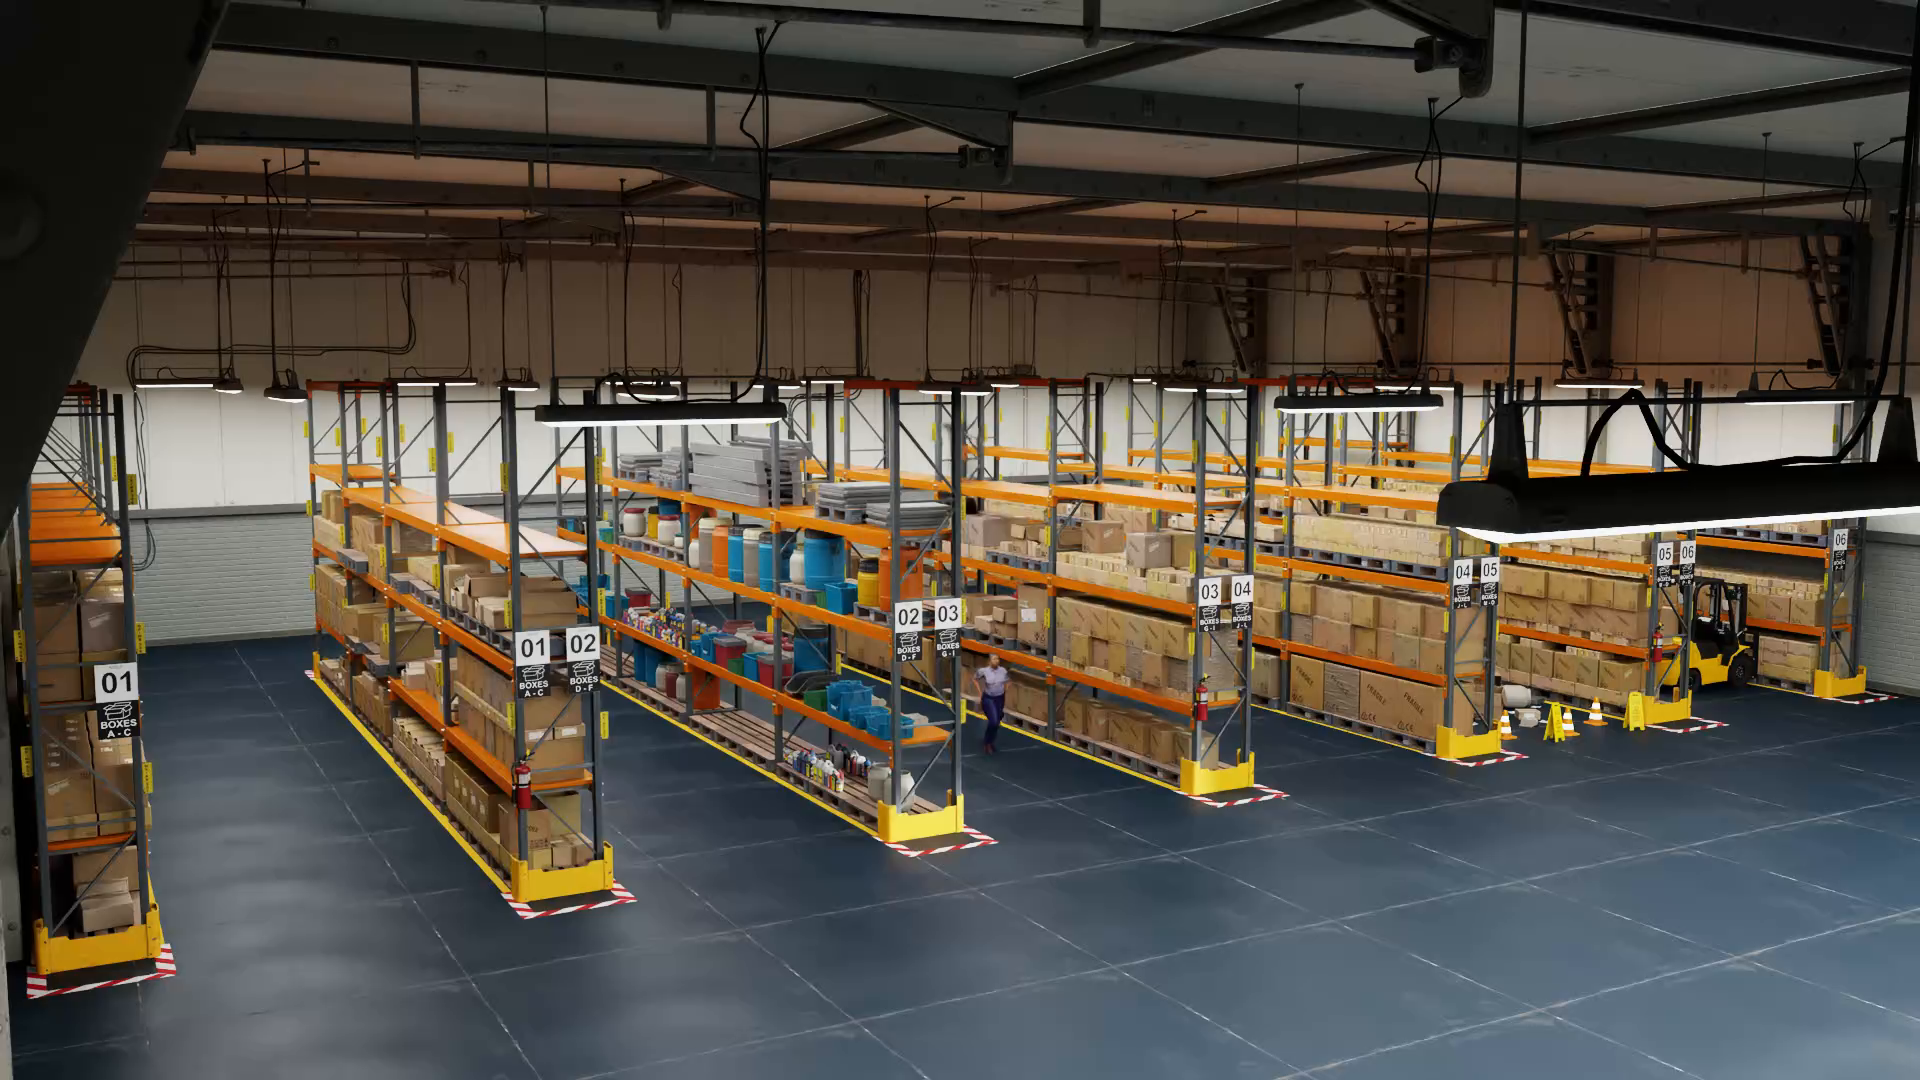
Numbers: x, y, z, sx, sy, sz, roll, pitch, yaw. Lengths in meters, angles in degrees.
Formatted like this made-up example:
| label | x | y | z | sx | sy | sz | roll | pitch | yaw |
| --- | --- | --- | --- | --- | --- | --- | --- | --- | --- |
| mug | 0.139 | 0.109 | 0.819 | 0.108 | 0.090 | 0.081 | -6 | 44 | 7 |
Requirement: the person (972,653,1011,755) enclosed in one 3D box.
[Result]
| label | x | y | z | sx | sy | sz | roll | pitch | yaw |
| --- | --- | --- | --- | --- | --- | --- | --- | --- | --- |
| person | 0.545 | 2.655 | 27.049 | 0.586 | 1.676 | 0.708 | -3 | 7 | -27 |

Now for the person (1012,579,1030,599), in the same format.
| label | x | y | z | sx | sy | sz | roll | pitch | yaw |
| --- | --- | --- | --- | --- | --- | --- | --- | --- | --- |
| person | 1.422 | 1.666 | 35.978 | 0.674 | 1.687 | 0.797 | -3 | 7 | -29 |

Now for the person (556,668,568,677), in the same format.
| label | x | y | z | sx | sy | sz | roll | pitch | yaw |
| --- | --- | --- | --- | --- | --- | --- | --- | --- | --- |
| person | -7.049 | 2.308 | 29.643 | 0.657 | 1.771 | 0.863 | -5 | 8 | -41 |
